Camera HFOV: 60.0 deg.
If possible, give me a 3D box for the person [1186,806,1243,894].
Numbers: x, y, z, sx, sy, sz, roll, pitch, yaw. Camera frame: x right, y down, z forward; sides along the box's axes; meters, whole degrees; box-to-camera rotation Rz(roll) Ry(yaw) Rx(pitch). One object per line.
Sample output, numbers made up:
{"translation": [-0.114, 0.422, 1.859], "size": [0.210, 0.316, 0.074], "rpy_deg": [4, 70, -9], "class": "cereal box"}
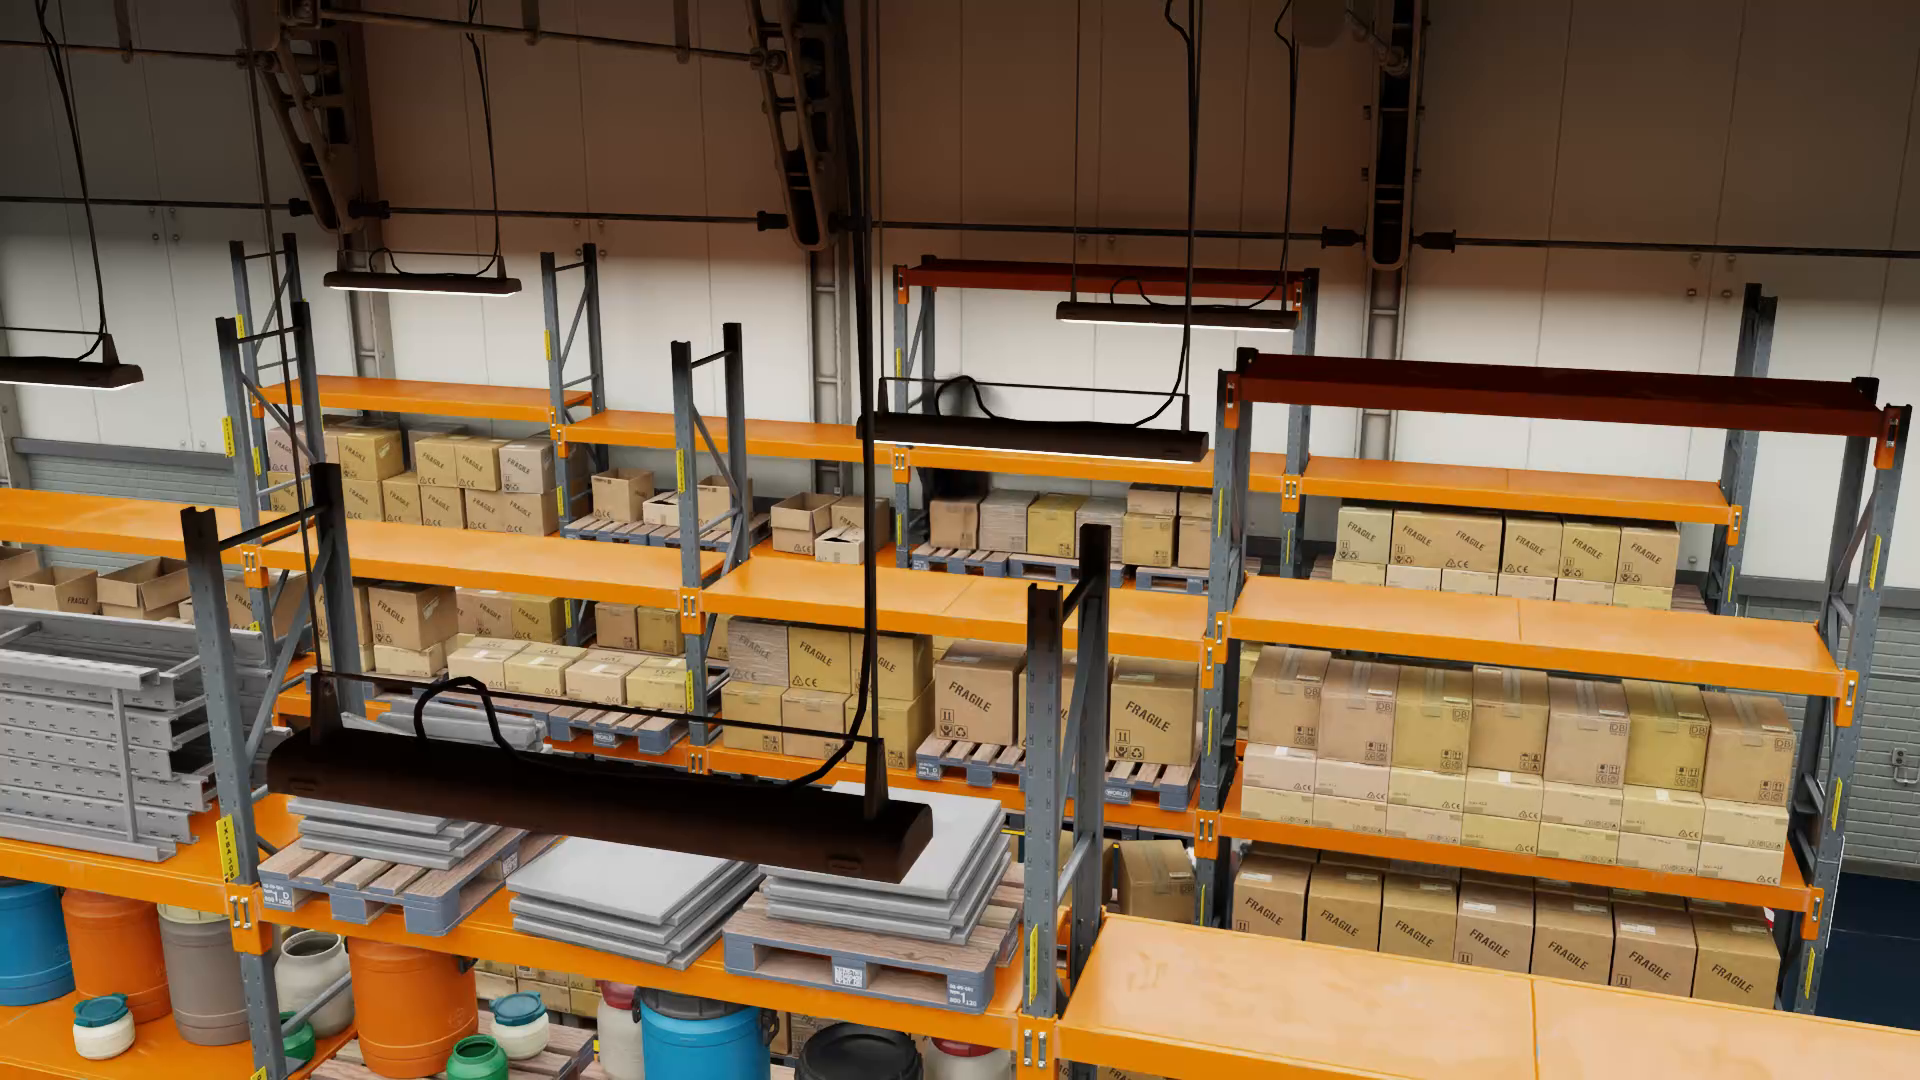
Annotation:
{"translation": [2.424, 2.918, 15.453], "size": [1.029, 1.523, 0.709], "rpy_deg": [2, 16, 5], "class": "person"}
